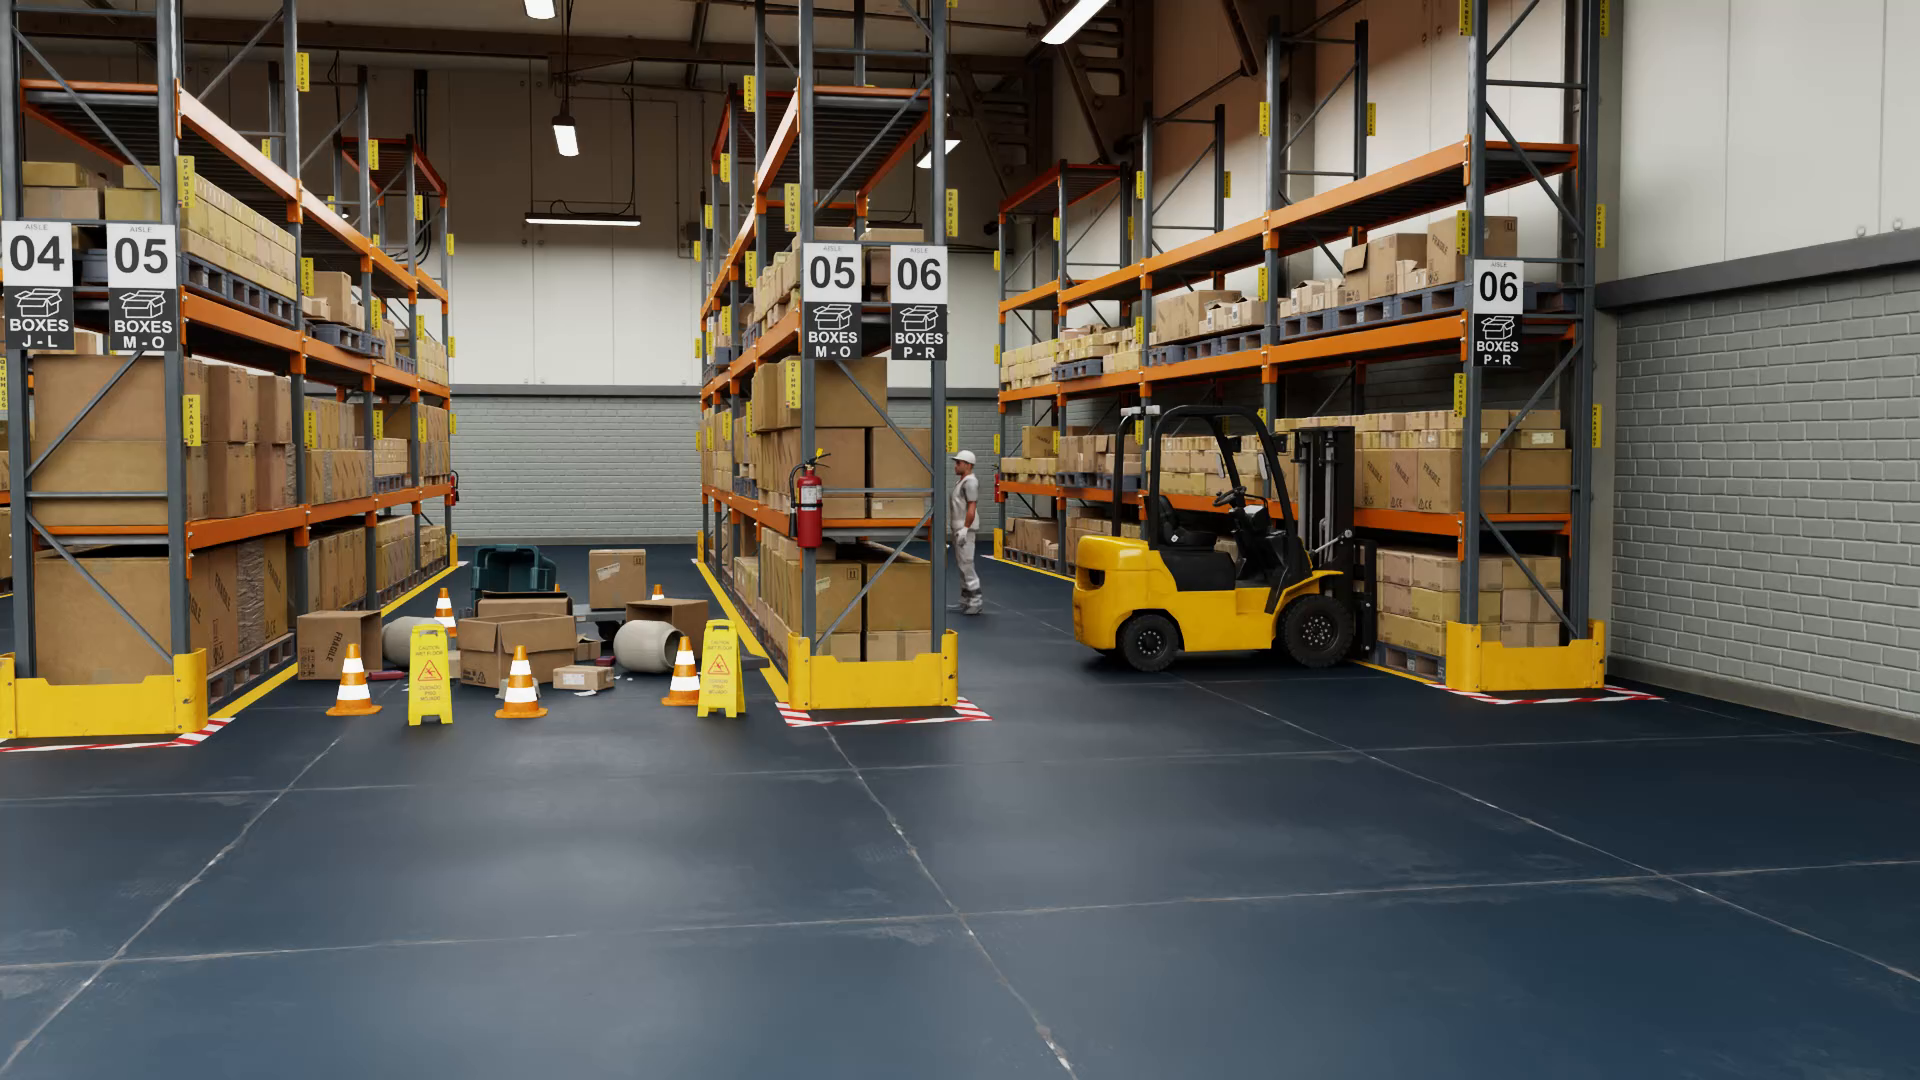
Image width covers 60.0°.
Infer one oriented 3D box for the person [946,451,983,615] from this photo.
[{"bbox_3d":[0.054,-0.087,18.424,0.382,1.808,0.546,-1,3,-10],"label":"person"}]
